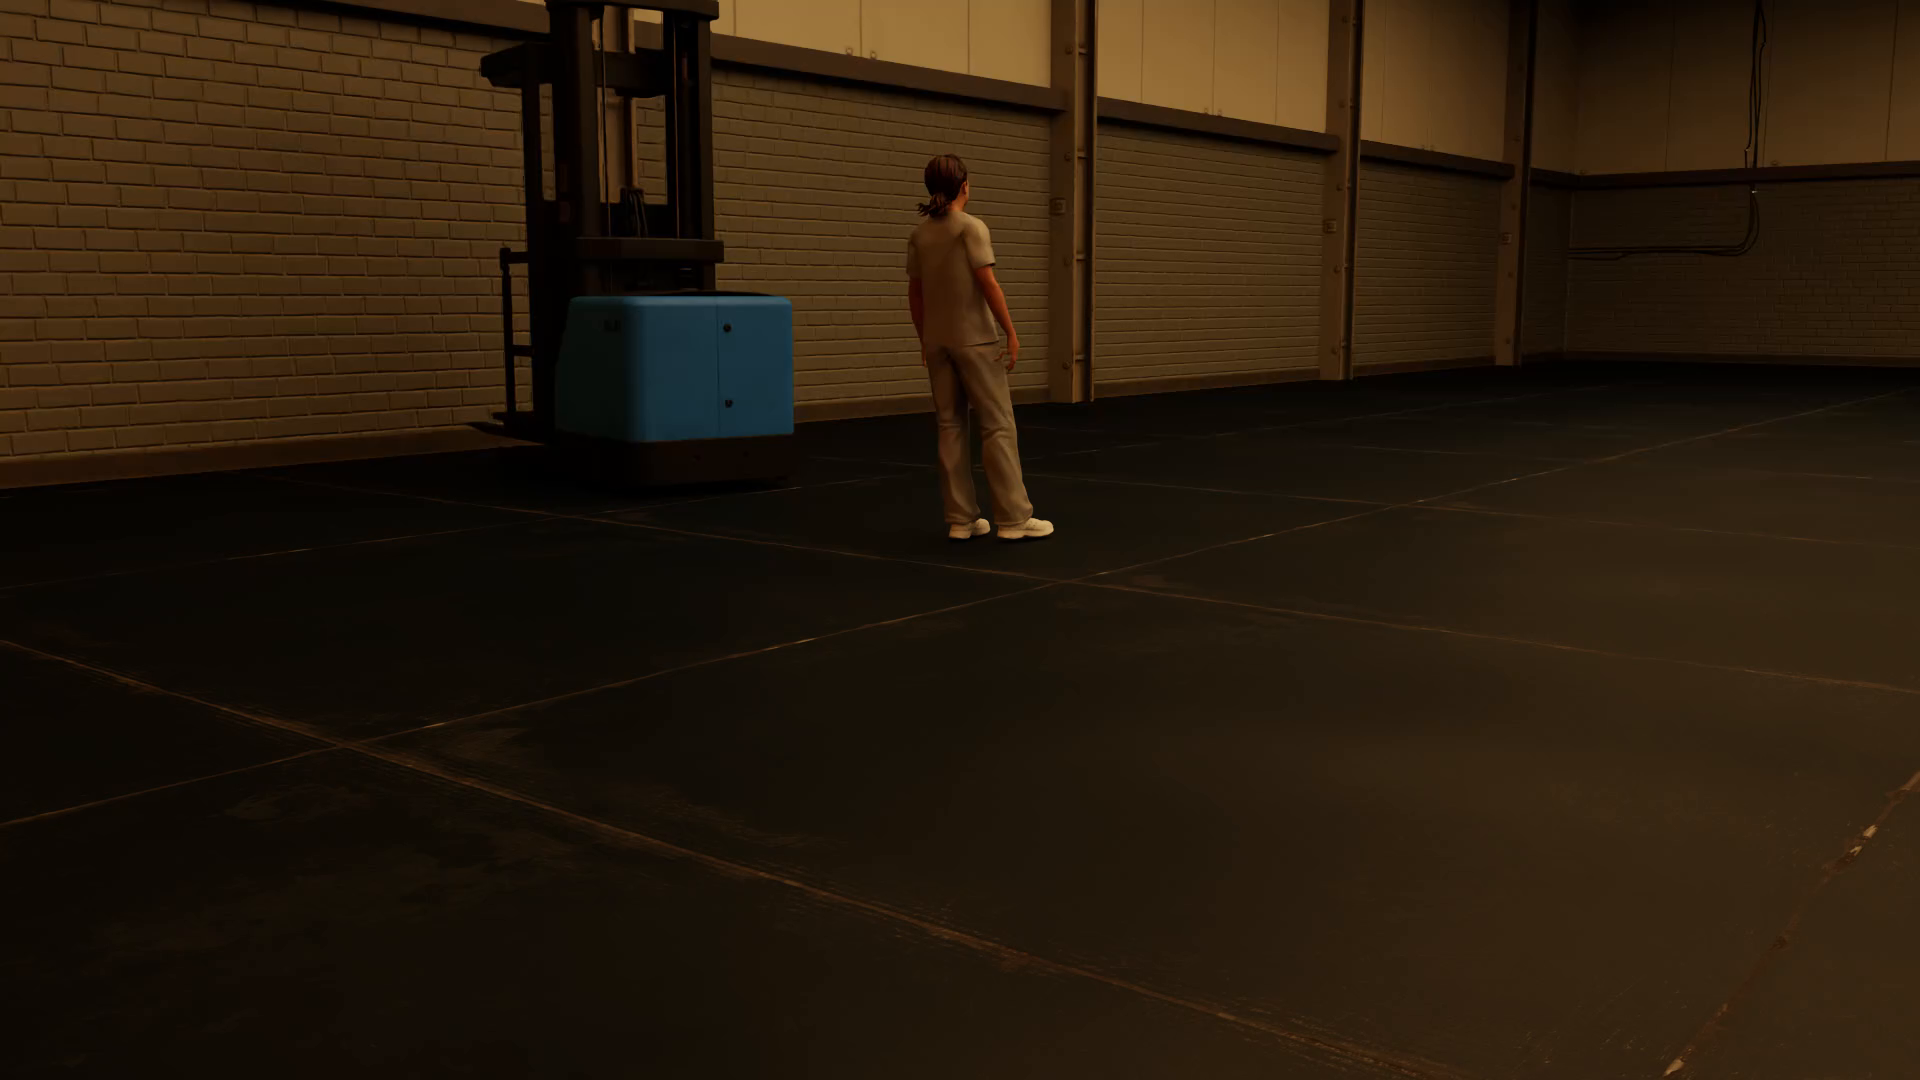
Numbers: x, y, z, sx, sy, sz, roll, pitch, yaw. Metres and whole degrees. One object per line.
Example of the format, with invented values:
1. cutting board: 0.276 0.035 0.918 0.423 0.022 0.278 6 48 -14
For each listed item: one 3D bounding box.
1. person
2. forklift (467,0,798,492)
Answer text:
1. person: 0.056 -0.843 7.331 0.550 1.675 0.549 7 11 38
2. forklift: -2.193 -1.877 10.109 1.130 2.935 3.031 -6 10 -36
